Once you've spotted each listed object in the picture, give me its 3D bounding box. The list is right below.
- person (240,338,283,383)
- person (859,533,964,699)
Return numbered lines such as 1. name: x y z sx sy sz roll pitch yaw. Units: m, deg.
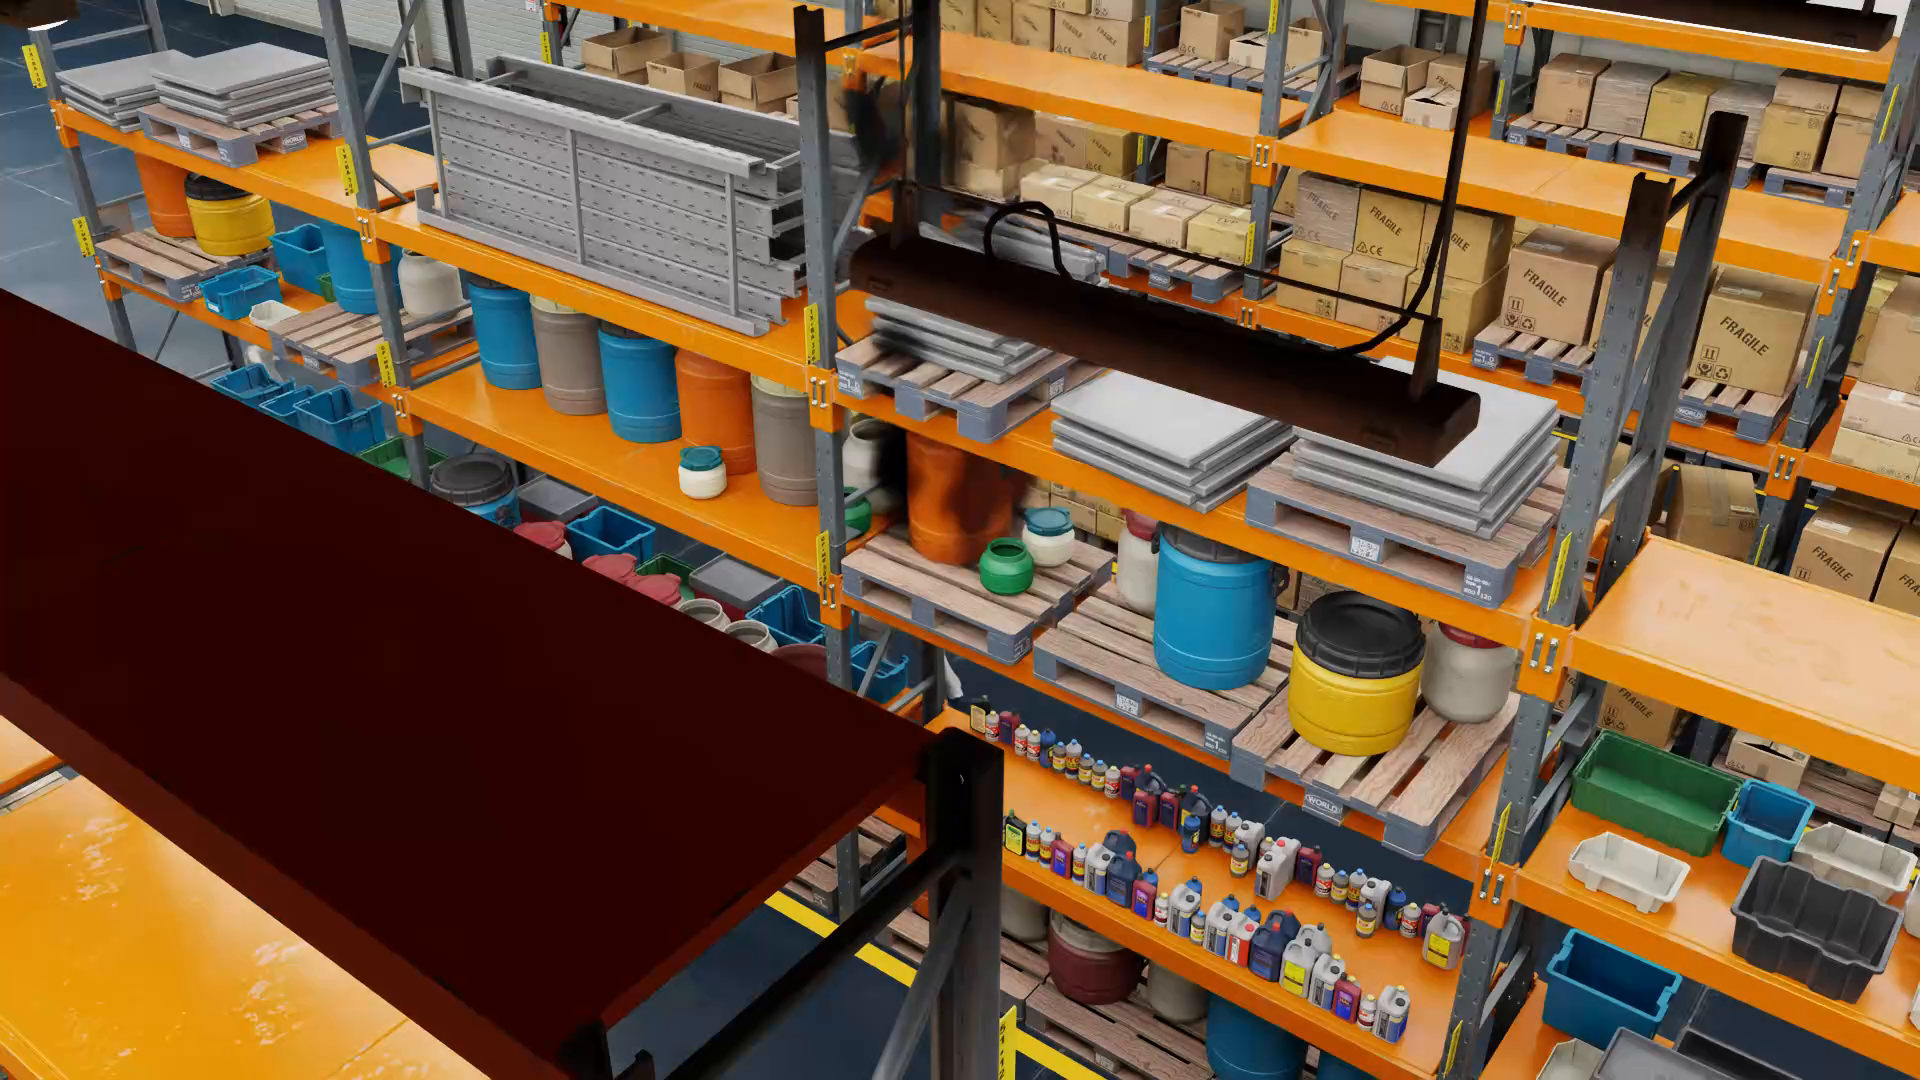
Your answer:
1. person: -6.728 -1.456 16.205 0.572 1.537 0.605 -2 31 -3
2. person: -0.439 0.515 12.742 0.988 1.837 0.731 26 40 36
